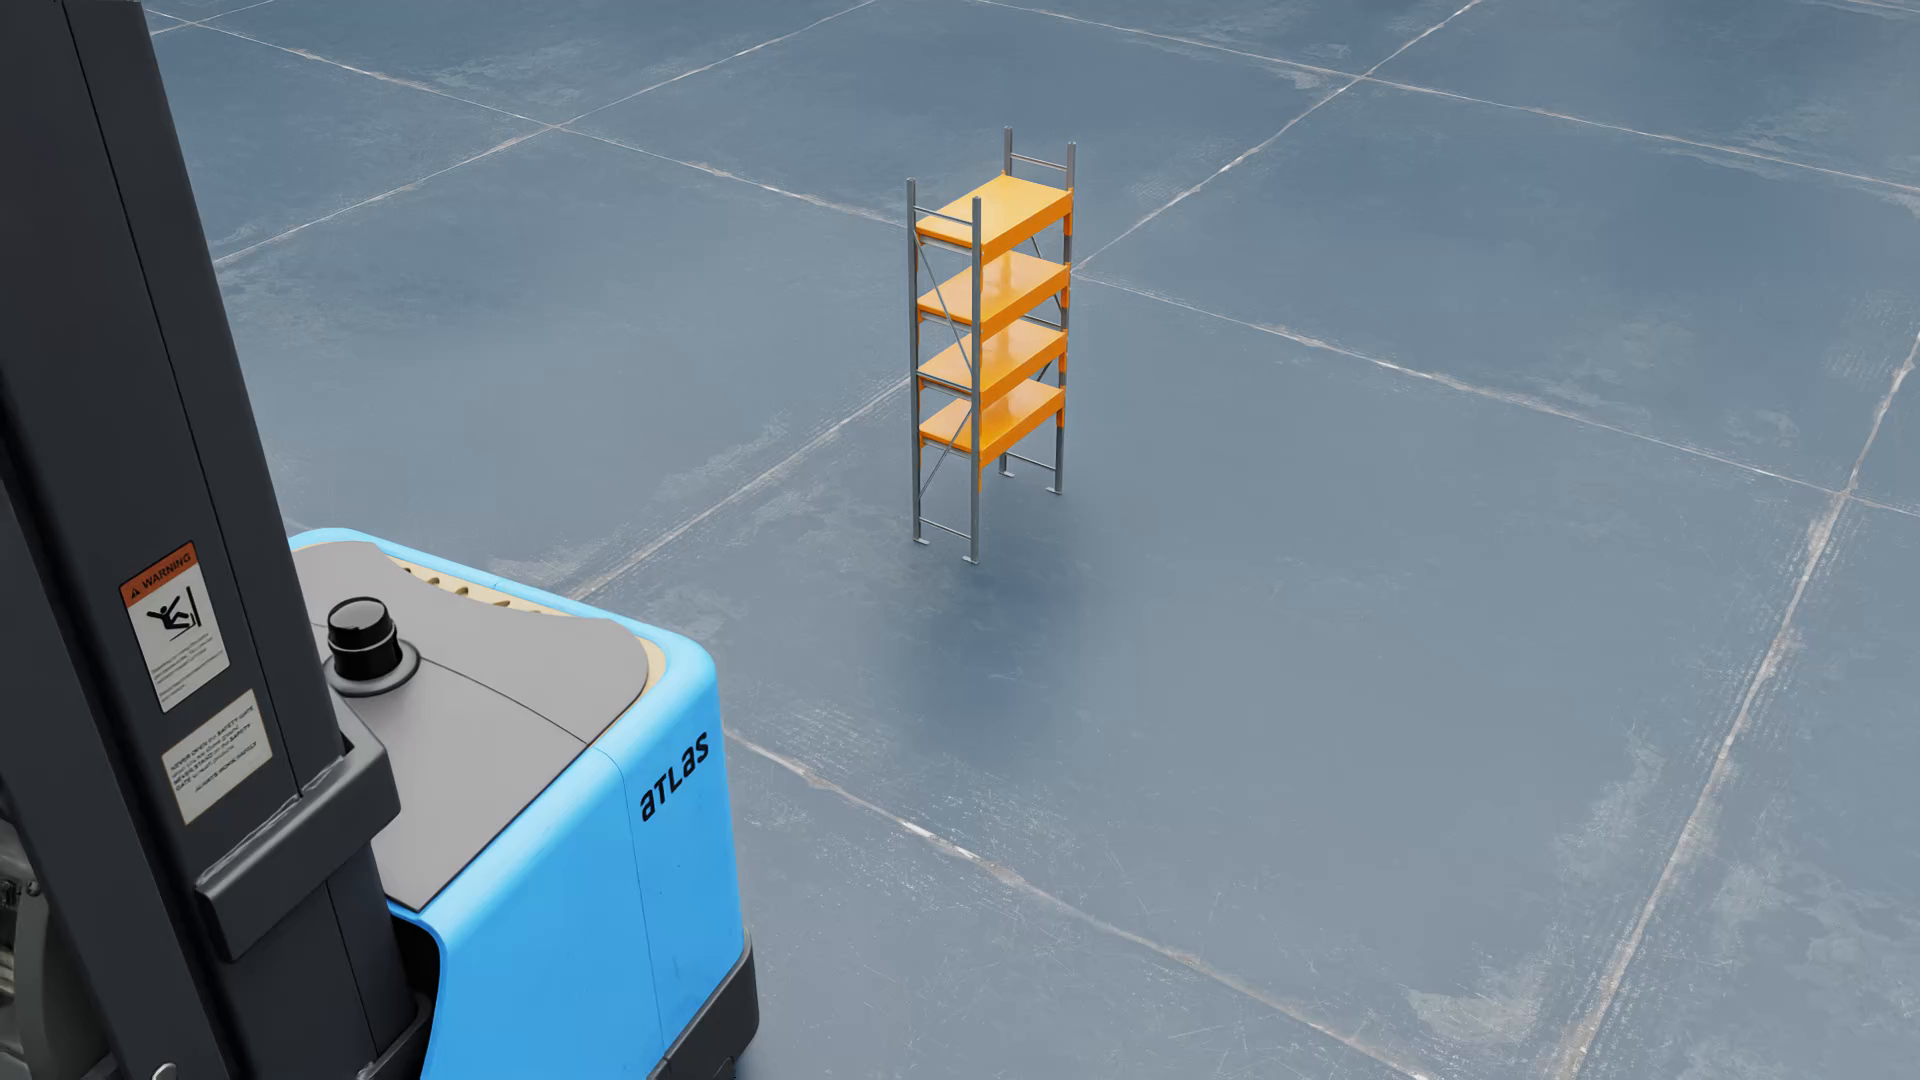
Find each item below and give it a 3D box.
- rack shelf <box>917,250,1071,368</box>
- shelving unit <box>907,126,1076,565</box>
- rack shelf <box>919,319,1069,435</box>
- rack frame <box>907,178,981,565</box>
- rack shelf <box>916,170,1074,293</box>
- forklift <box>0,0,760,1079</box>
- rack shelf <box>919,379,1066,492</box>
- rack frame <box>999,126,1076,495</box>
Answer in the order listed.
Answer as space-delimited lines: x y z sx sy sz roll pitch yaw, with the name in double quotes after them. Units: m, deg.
0.094 -0.703 4.939 0.258 0.148 0.480 21 39 28 "rack shelf"
0.094 -0.573 5.027 0.258 1.200 0.503 21 39 28 "shelving unit"
0.094 -0.517 5.064 0.258 0.148 0.480 21 39 28 "rack shelf"
-0.045 -0.461 4.860 0.240 1.200 0.015 21 39 28 "rack frame"
0.094 -0.899 4.806 0.258 0.148 0.480 21 39 28 "rack shelf"
-1.537 0.488 1.911 1.130 2.935 3.031 15 37 21 "forklift"
0.094 -0.353 5.175 0.258 0.148 0.480 21 39 28 "rack shelf"
0.234 -0.685 5.193 0.240 1.200 0.015 21 39 28 "rack frame"
